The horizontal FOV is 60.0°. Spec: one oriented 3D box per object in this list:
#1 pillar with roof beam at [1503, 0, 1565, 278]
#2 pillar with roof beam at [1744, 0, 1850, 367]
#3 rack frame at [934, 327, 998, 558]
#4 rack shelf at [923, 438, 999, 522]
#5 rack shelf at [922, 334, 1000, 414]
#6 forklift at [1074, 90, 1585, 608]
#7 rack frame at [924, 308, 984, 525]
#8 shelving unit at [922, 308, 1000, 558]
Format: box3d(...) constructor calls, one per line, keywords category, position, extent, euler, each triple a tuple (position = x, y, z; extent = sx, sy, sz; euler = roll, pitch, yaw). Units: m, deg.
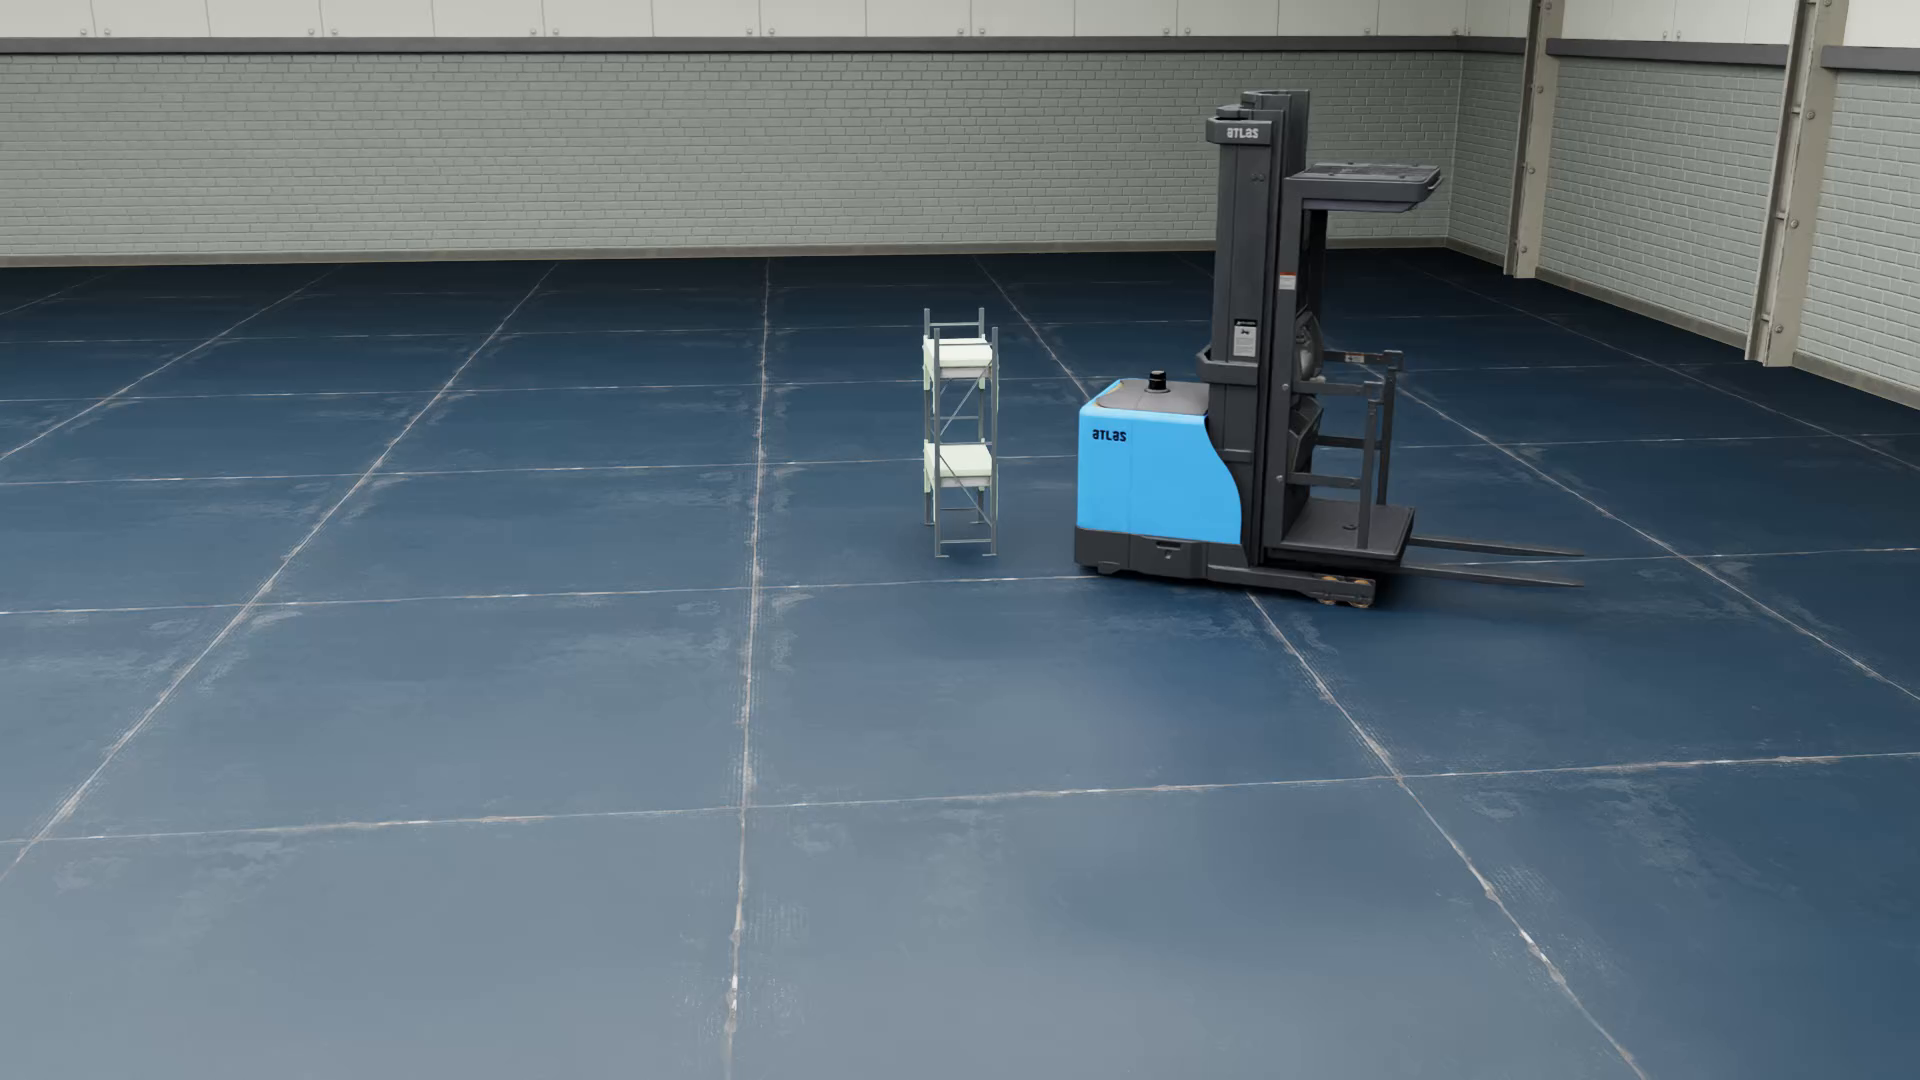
box3d(category="pillar with roof beam", position=(3.338, -7.756, 20.857), extent=(9.100, 9.000, 0.400), euler=(-2, 18, -6))
box3d(category="pillar with roof beam", position=(3.957, -5.968, 15.163), extent=(9.100, 9.000, 0.400), euler=(-2, 18, -6))
box3d(category="rack frame", position=(0.037, -0.609, 10.611), extent=(0.400, 1.500, 0.023), euler=(-2, 18, -6))
box3d(category="rack shelf", position=(-0.001, -0.407, 11.056), extent=(0.431, 0.370, 0.720), euler=(-2, 18, -6))
box3d(category="rack shelf", position=(-0.001, -1.090, 10.842), extent=(0.431, 0.370, 0.720), euler=(-2, 18, -6))
box3d(category="forklift", position=(2.293, -1.172, 10.018), extent=(3.031, 2.935, 1.130), euler=(6, 18, 19))
box3d(category="rack frame", position=(-0.038, -0.827, 11.306), extent=(0.400, 1.500, 0.023), euler=(-2, 18, -6))
box3d(category="shelving unit", position=(-0.001, -0.718, 10.959), extent=(0.431, 1.500, 0.755), euler=(-2, 18, -6))
